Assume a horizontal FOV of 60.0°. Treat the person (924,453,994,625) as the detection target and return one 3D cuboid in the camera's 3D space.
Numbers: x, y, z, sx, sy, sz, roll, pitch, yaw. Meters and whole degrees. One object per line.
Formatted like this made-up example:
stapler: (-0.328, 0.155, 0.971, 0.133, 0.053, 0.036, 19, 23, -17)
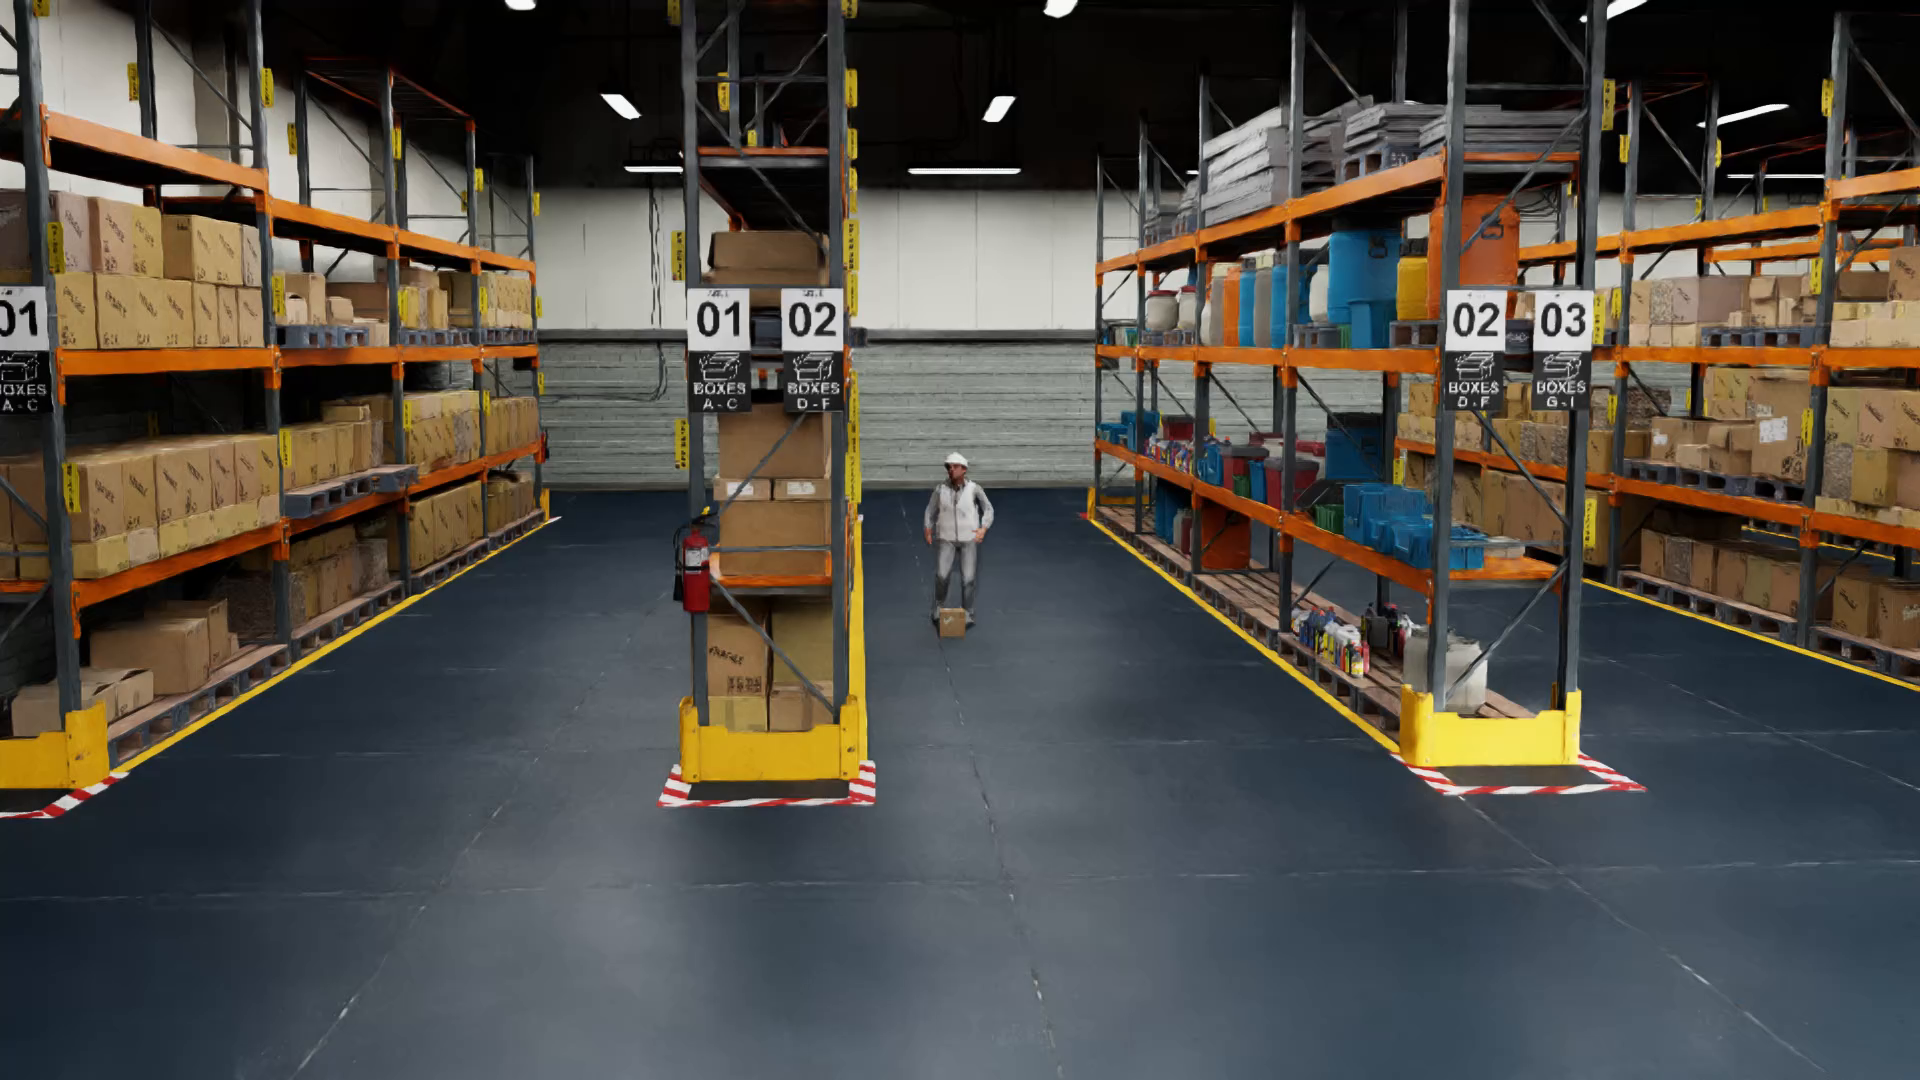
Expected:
person: (-0.012, -0.009, 16.790, 0.716, 1.734, 0.503, 0, 7, 2)
